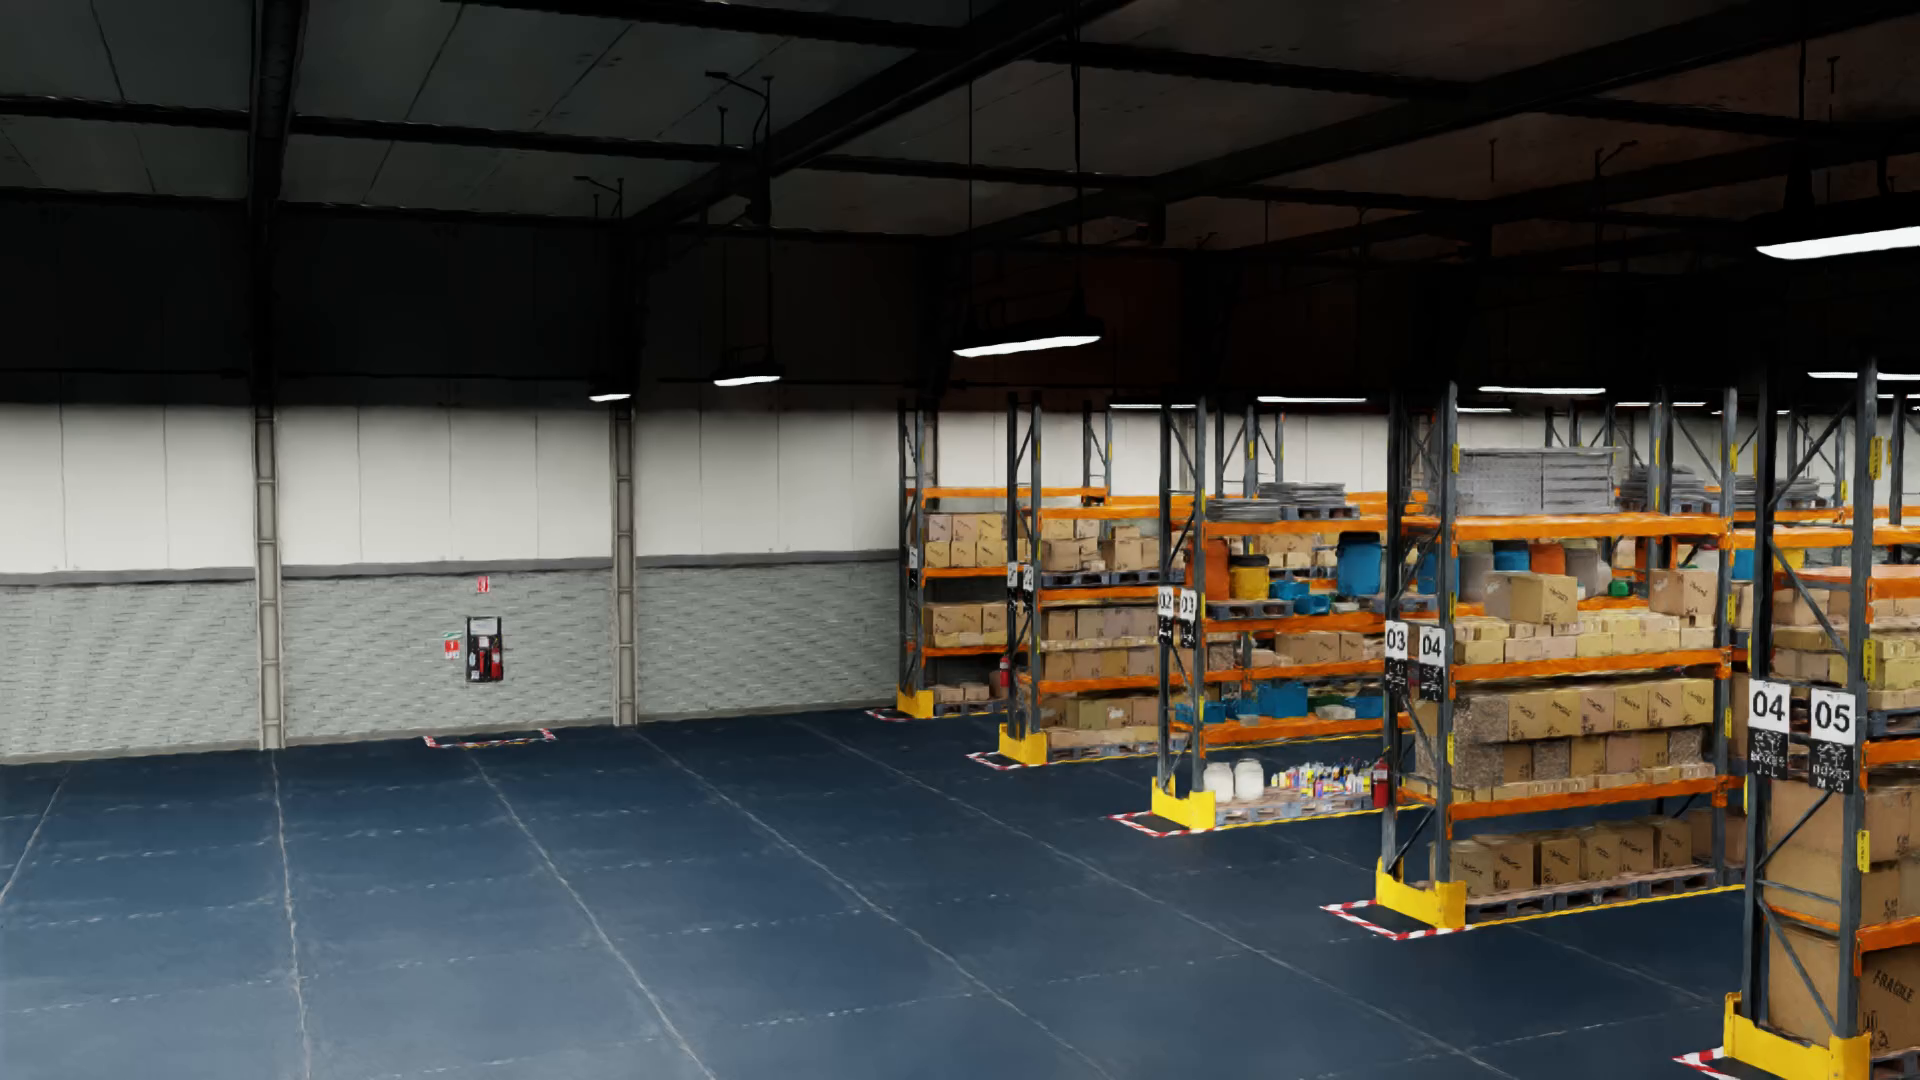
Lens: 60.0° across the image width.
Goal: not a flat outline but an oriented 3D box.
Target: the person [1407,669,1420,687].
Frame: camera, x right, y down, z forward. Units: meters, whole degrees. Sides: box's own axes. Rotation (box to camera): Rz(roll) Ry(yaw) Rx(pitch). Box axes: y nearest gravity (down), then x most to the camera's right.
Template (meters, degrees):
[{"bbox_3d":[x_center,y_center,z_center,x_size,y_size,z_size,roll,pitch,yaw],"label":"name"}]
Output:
[{"bbox_3d":[8.893,2.423,32.558,1.115,1.648,0.542,-1,4,-21],"label":"person"}]

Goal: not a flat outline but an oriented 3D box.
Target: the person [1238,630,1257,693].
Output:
[{"bbox_3d":[5.732,2.422,32.925,0.420,1.602,0.506,3,4,42],"label":"person"}]
